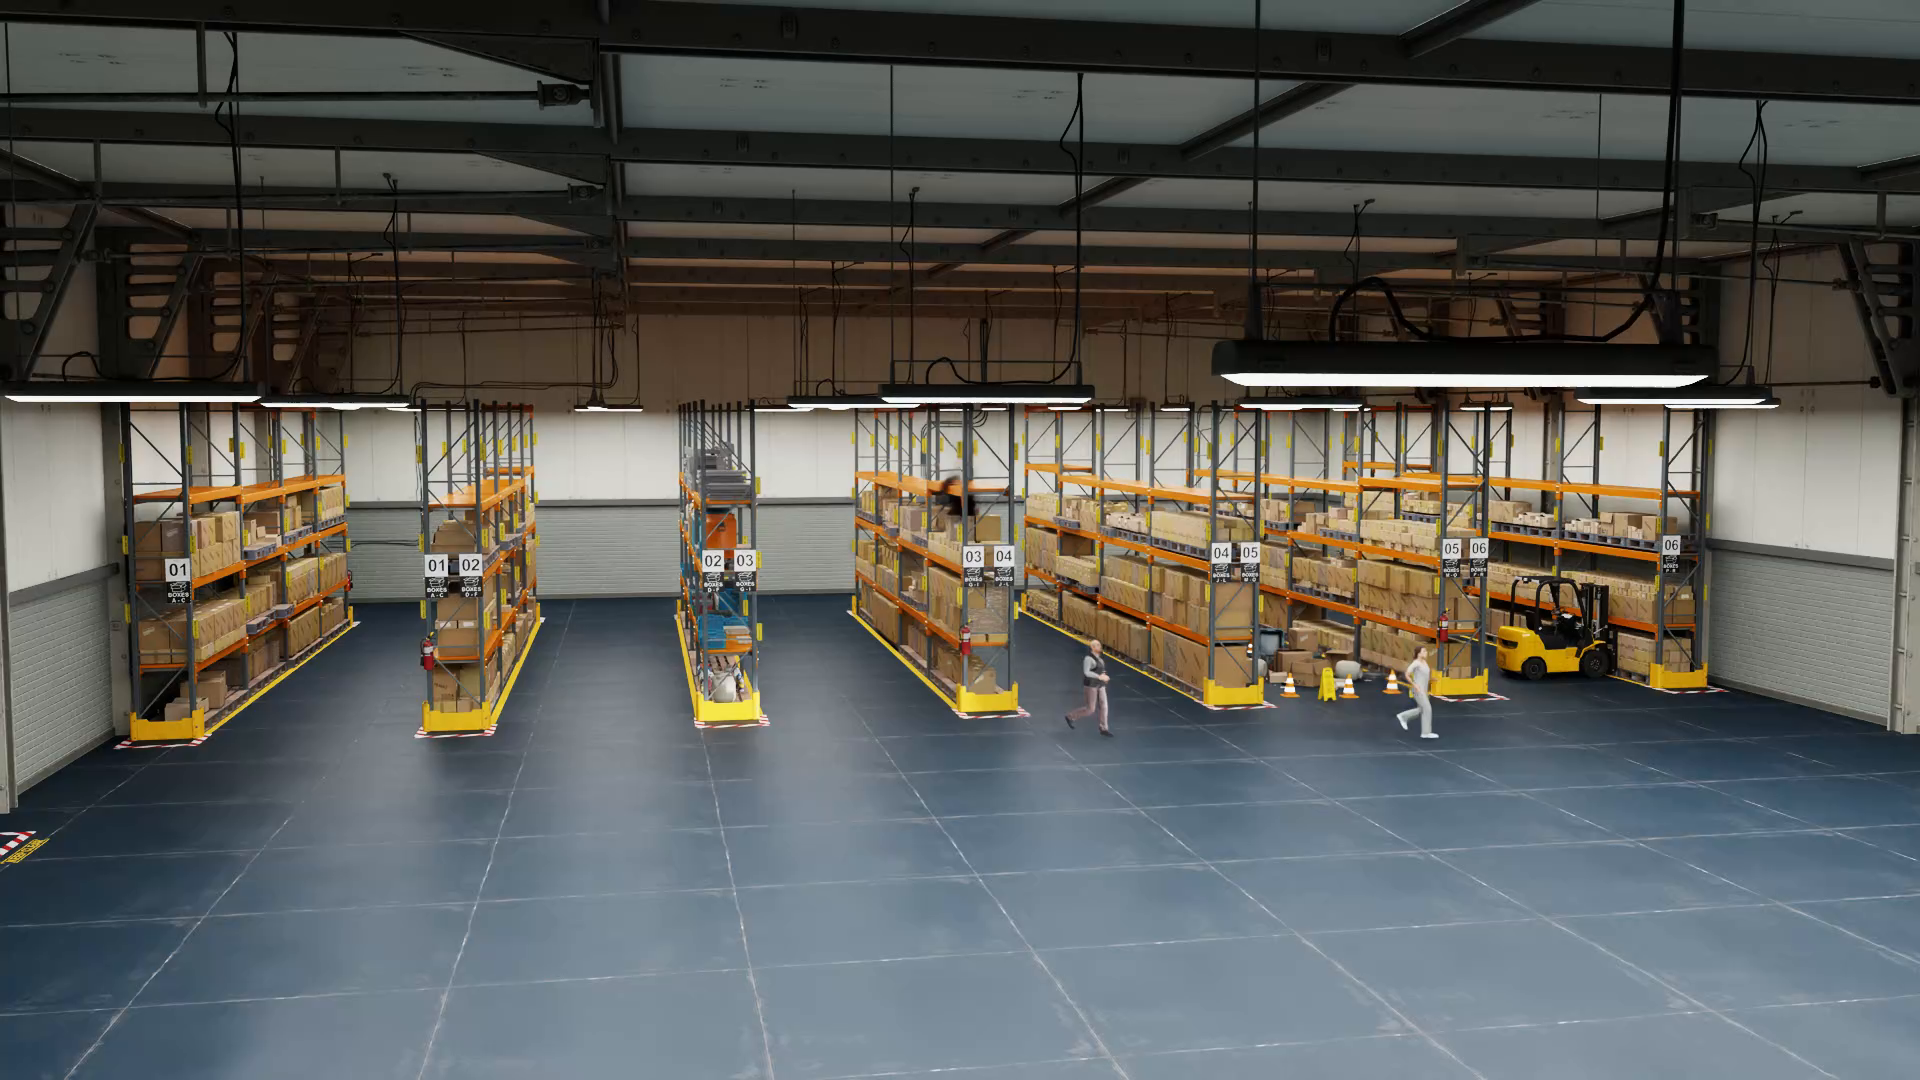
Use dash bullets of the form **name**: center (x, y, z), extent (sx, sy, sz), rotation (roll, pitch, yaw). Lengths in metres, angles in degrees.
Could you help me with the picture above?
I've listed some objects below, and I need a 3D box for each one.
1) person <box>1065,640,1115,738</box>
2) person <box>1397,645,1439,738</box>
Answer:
- **person**: center (2.357, 2.636, 29.672), extent (0.918, 1.730, 0.670), rotation (3, 5, 32)
- **person**: center (8.104, 2.673, 29.467), extent (0.780, 1.639, 0.567), rotation (3, 6, 39)
